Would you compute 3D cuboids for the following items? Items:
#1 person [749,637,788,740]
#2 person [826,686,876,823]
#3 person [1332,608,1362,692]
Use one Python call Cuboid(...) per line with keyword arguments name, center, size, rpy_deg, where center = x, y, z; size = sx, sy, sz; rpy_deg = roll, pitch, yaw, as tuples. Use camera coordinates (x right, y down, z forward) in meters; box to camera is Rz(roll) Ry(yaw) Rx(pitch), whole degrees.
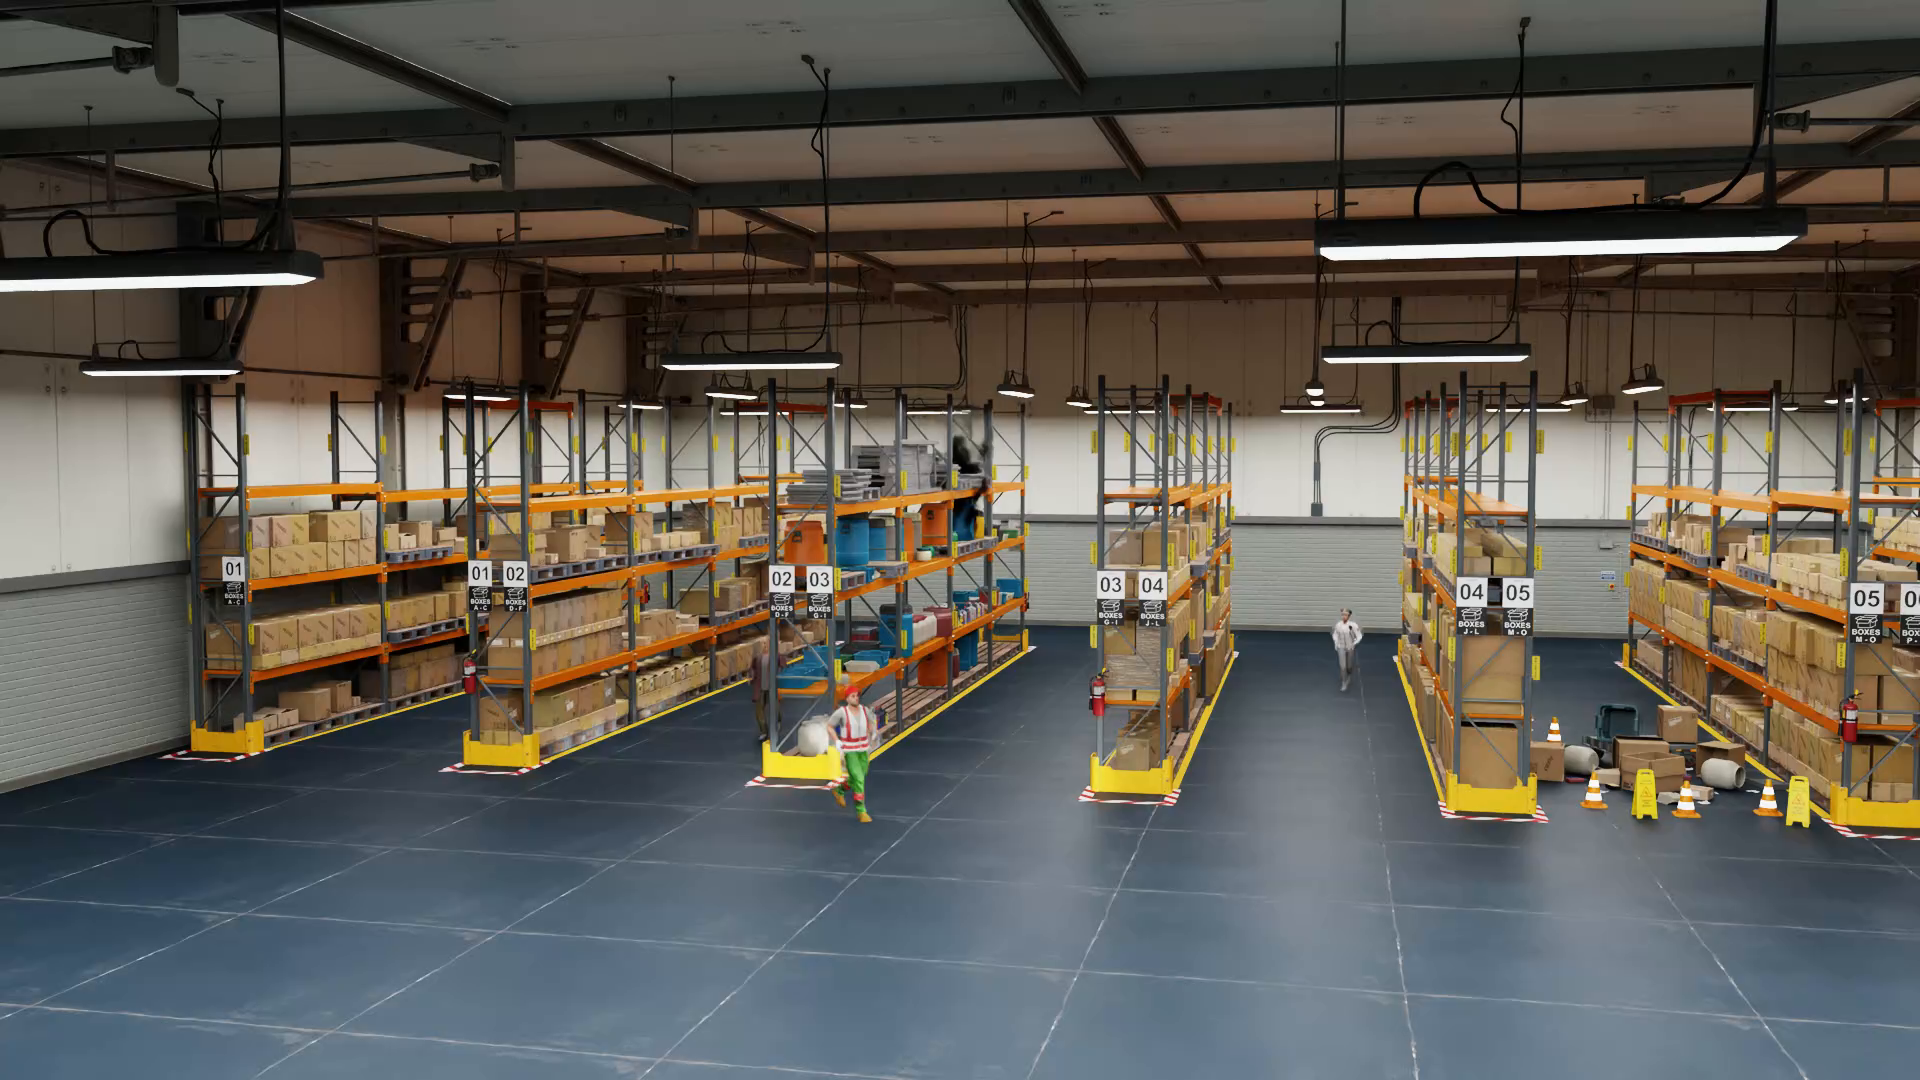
Cuboid(name="person", center=(-3.279, 2.516, 28.300), size=(0.713, 1.730, 0.754), rpy_deg=(1, 3, 12))
Cuboid(name="person", center=(-1.428, 2.839, 22.320), size=(0.643, 1.788, 0.881), rpy_deg=(-2, 4, -37))
Cuboid(name="person", center=(7.920, 2.231, 34.050), size=(0.613, 1.687, 0.681), rpy_deg=(1, 4, 21))
